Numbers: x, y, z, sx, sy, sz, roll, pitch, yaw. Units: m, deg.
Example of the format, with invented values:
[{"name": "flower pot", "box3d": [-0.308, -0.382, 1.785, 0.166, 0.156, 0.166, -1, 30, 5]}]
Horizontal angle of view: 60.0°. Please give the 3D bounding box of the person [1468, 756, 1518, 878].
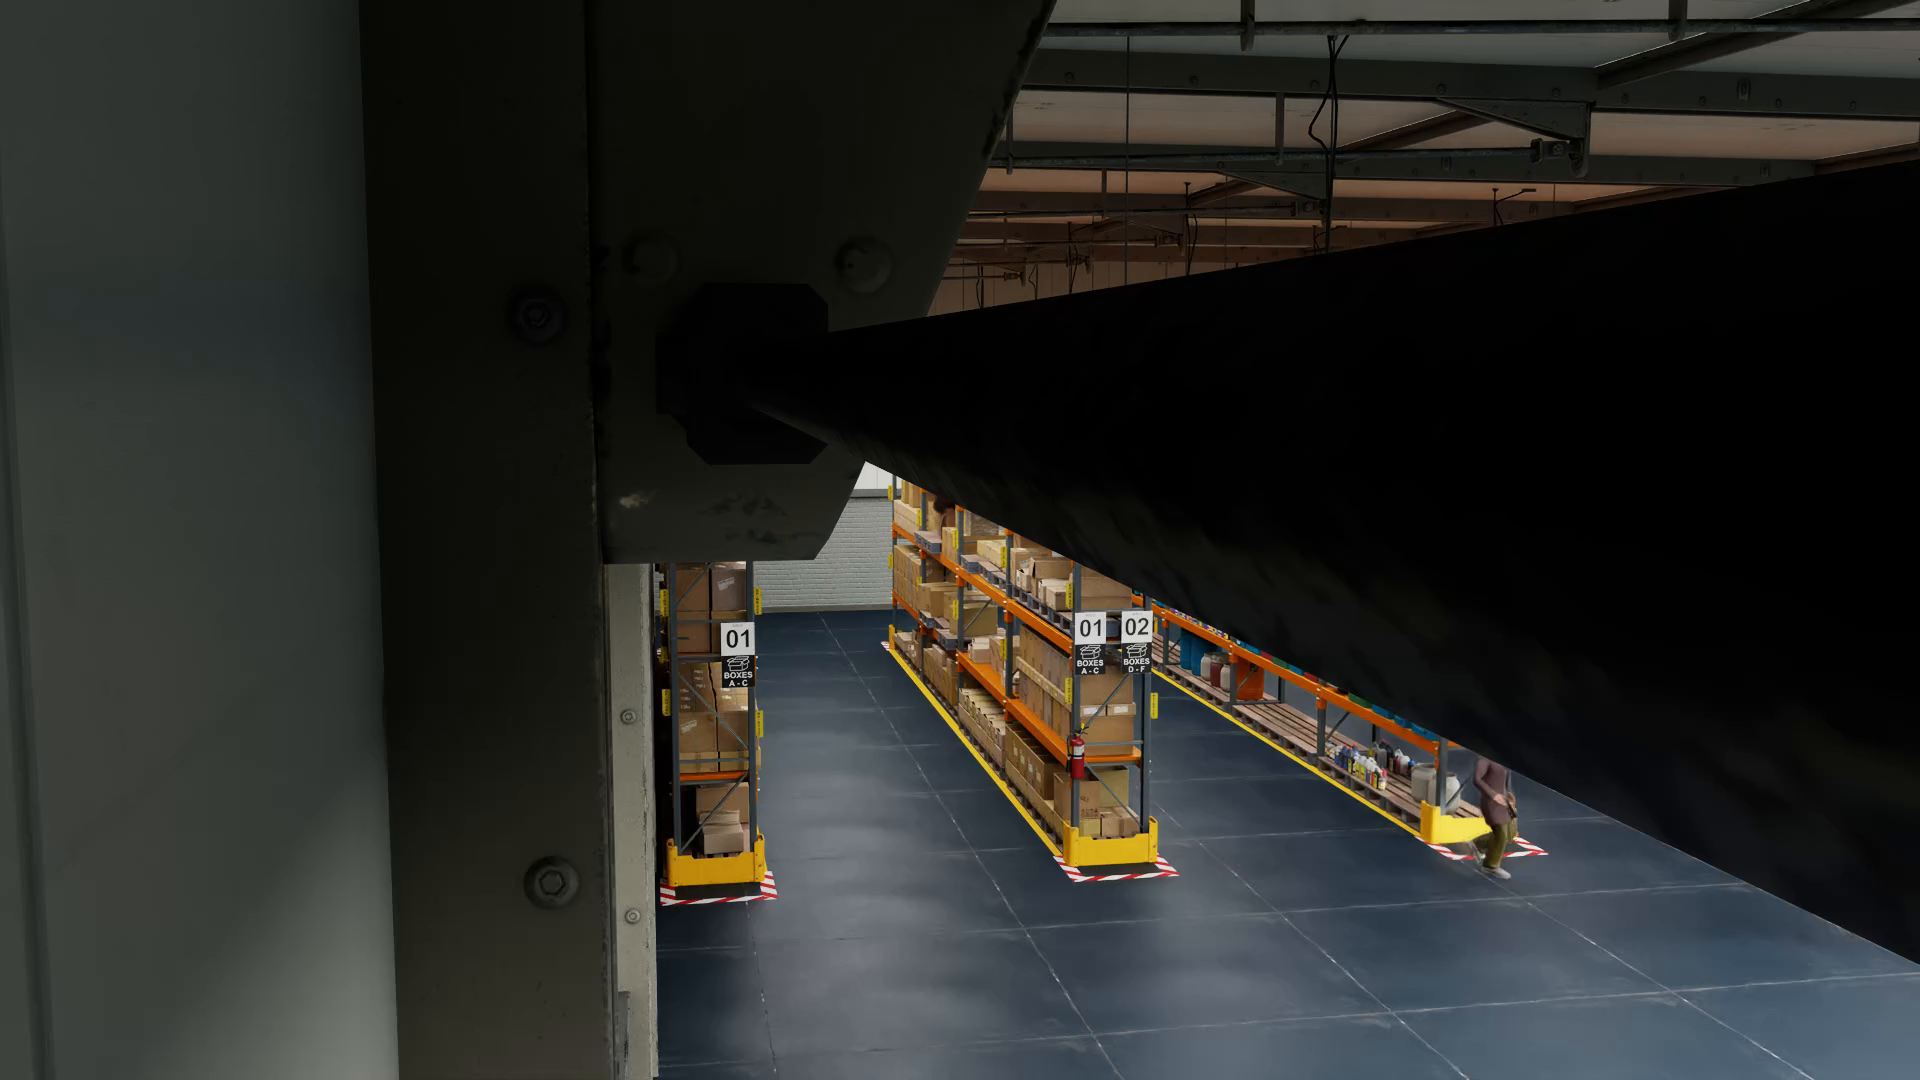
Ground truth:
[{"name": "person", "box3d": [6.589, 3.262, 20.561, 0.578, 1.747, 0.750, 5, 8, 38]}]
